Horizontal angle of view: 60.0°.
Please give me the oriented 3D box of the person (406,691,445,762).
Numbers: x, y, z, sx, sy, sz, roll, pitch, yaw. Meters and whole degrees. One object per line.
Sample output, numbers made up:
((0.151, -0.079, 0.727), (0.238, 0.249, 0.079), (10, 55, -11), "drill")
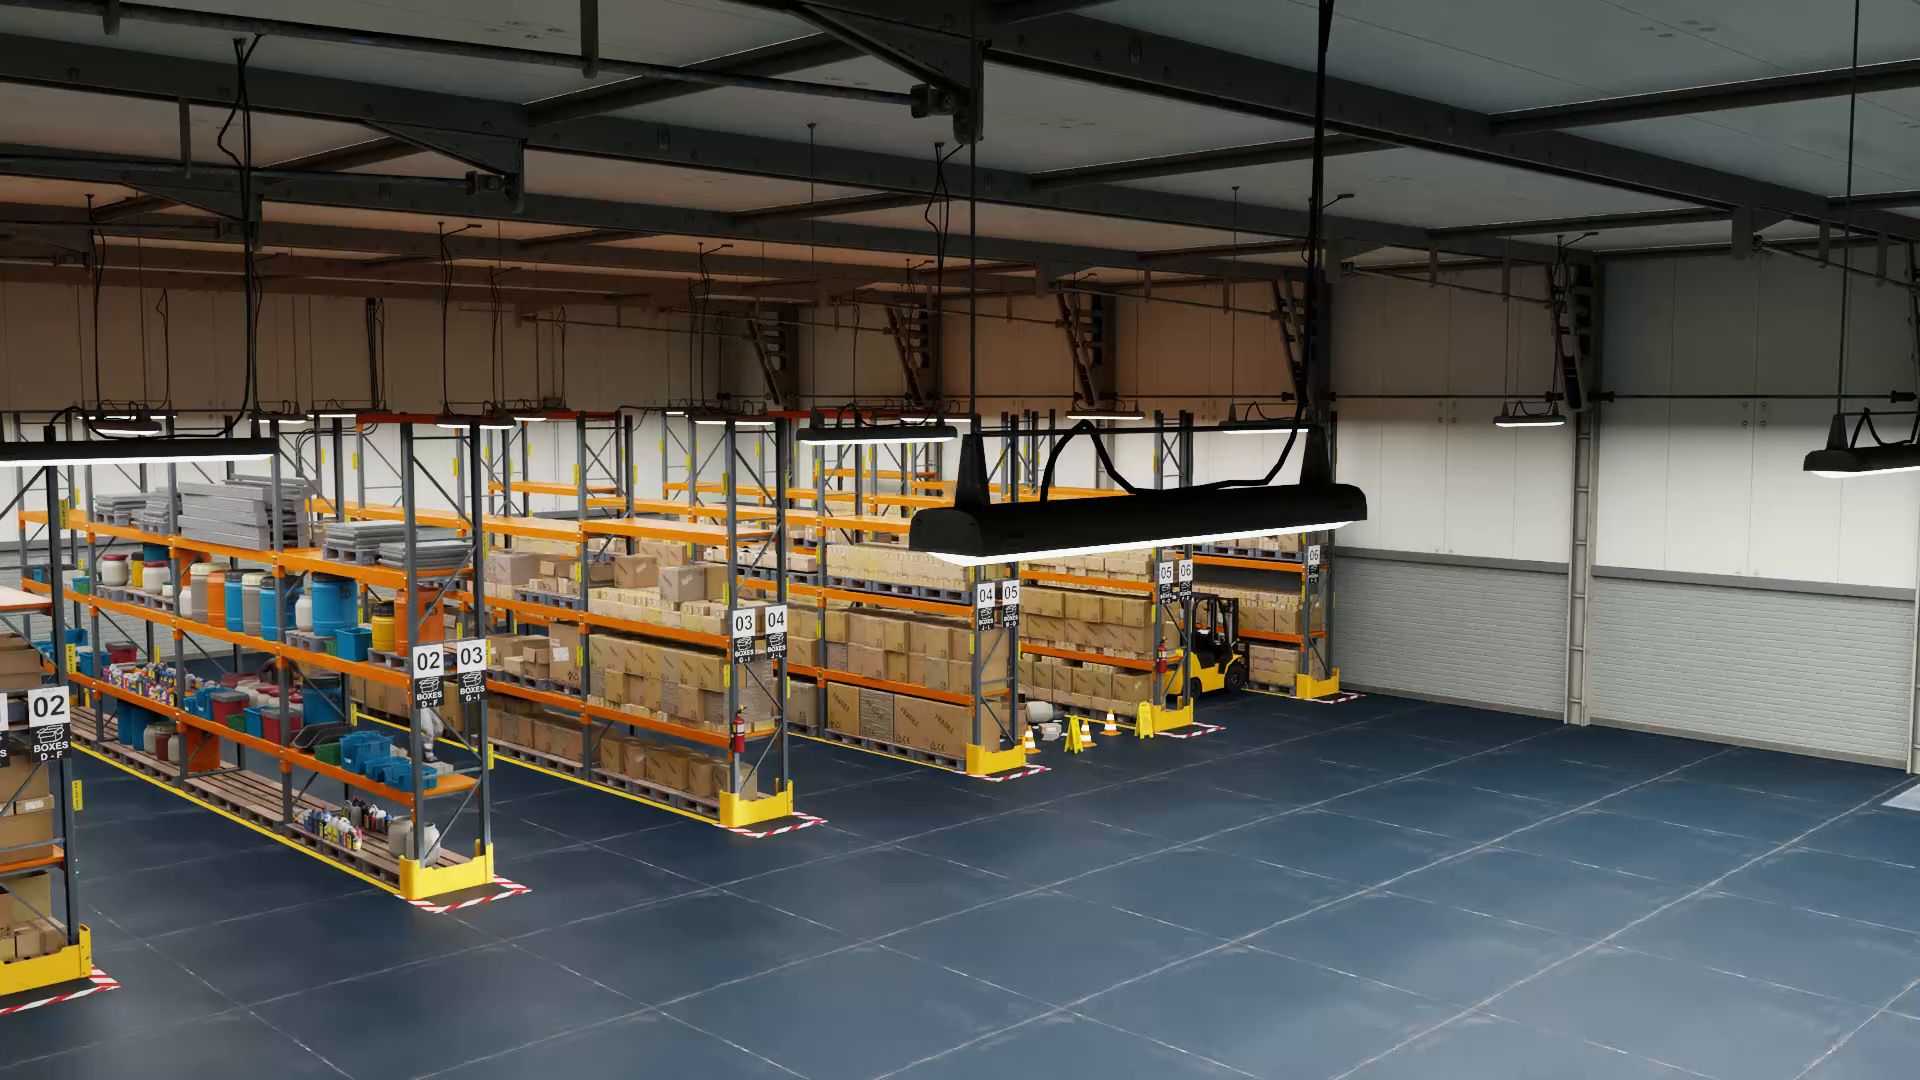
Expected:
((-9.264, 2.958, 28.860), (0.631, 1.738, 0.655), (4, 7, 42), "person")

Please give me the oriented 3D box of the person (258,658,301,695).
((-12.473, 2.779, 30.634), (0.896, 1.756, 0.709), (4, 6, 38), "person")
